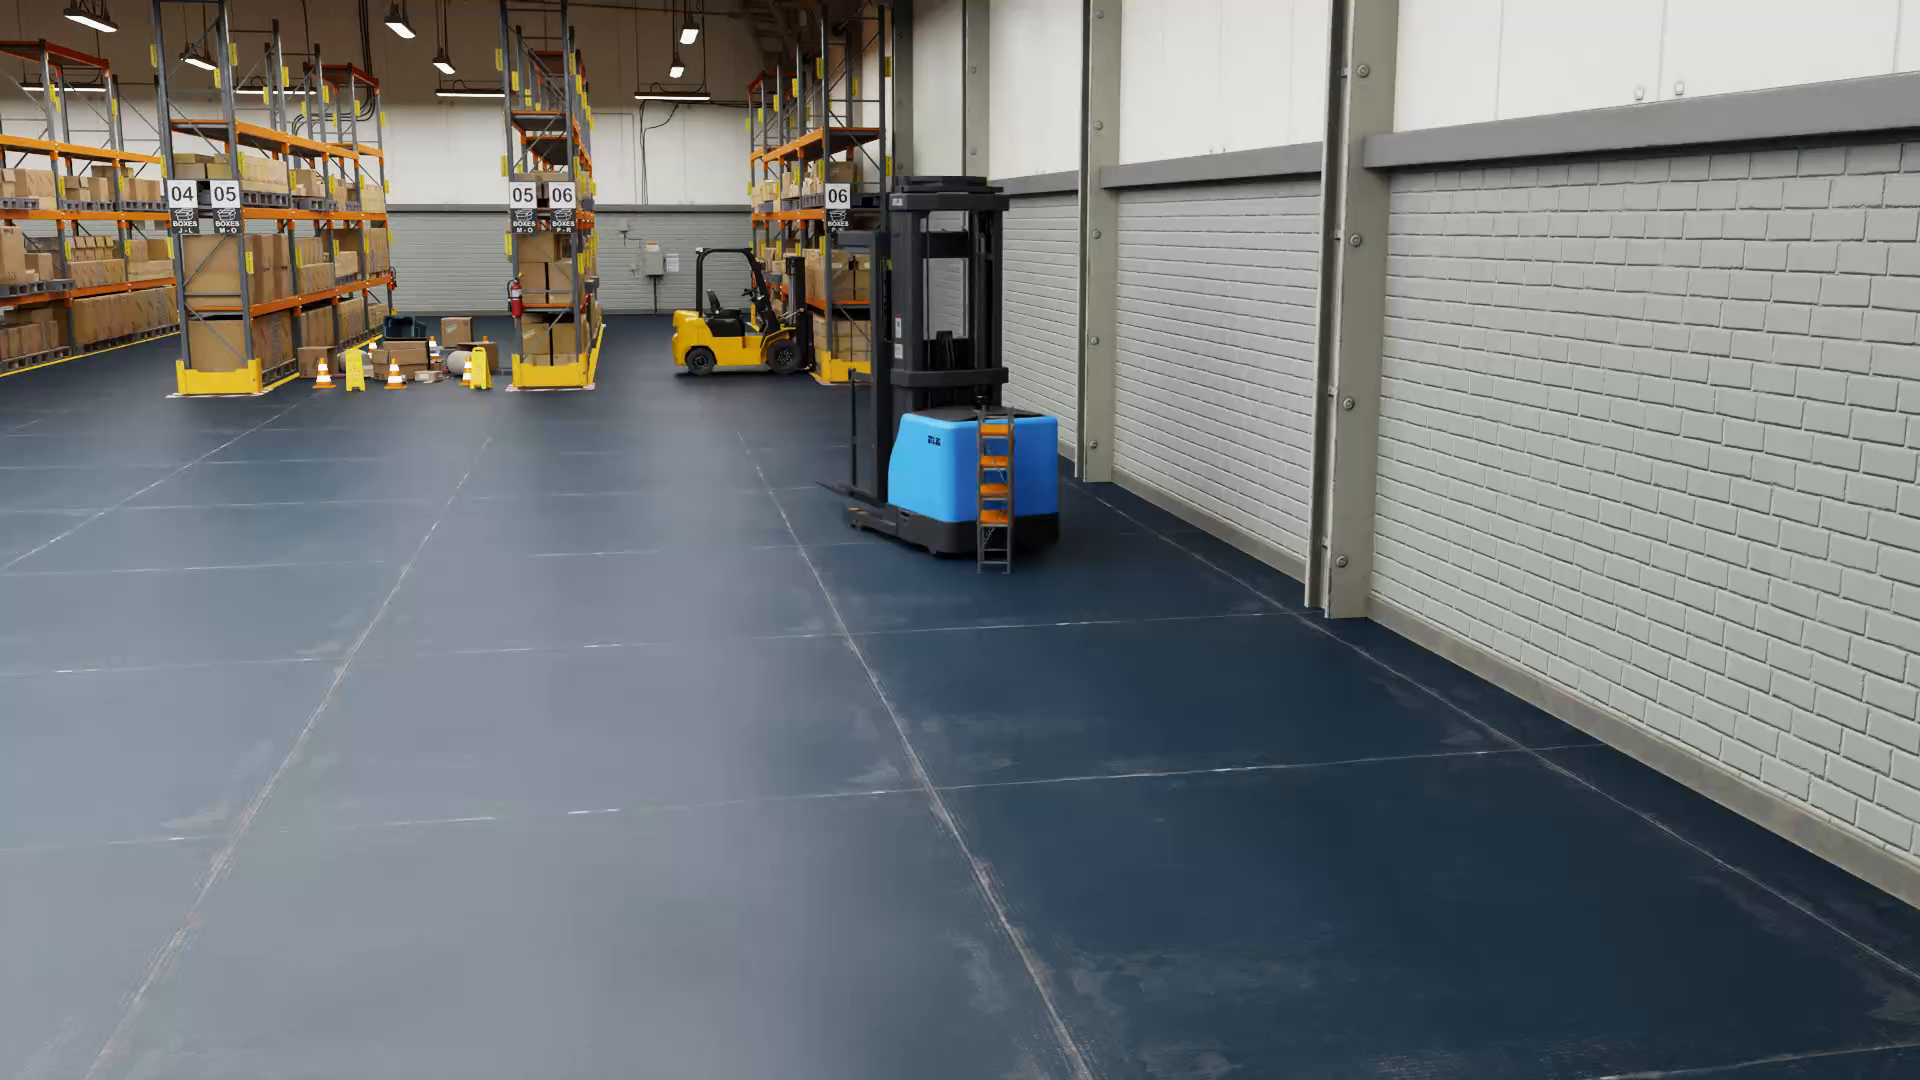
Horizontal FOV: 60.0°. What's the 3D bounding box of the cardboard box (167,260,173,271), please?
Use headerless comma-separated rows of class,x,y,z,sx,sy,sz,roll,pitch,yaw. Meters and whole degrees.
cardboard box,-19.057,-6.524,39.556,0.500,0.250,0.500,-2,11,-12

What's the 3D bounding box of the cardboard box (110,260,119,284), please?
cardboard box,-18.185,-5.679,35.246,0.500,0.500,0.500,-2,11,-9

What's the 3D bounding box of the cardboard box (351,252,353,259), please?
cardboard box,-13.377,-6.171,36.053,0.380,0.149,0.250,-2,11,-13

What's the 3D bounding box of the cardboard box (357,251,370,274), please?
cardboard box,-13.598,-6.254,37.470,0.500,0.500,0.500,-2,11,-12

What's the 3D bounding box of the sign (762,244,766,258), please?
sign,-4.575,-6.743,38.785,0.100,0.325,0.005,-2,11,-11

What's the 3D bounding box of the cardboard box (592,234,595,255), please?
cardboard box,-9.140,-7.166,40.383,0.500,0.500,0.500,-2,11,-11

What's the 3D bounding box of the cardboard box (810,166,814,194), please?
cardboard box,-2.213,-6.290,29.032,0.797,0.503,0.637,-2,11,-9

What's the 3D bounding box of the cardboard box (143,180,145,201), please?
cardboard box,-19.118,-8.015,38.103,0.700,0.500,0.500,-3,11,-15

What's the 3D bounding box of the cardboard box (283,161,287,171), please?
cardboard box,-11.809,-6.433,28.602,0.380,0.149,0.250,-2,11,-11

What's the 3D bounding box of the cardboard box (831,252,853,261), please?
cardboard box,-1.987,-4.710,27.621,0.380,0.149,0.250,-2,11,-11

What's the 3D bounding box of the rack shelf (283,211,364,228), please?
rack shelf,-13.359,-6.712,34.842,1.077,0.370,4.000,-2,11,-11

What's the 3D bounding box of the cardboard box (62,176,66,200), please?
cardboard box,-18.299,-7.057,33.337,0.500,0.500,0.500,-2,11,-8

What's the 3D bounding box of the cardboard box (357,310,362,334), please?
cardboard box,-13.258,-4.717,36.017,0.500,0.500,0.500,-2,11,-12

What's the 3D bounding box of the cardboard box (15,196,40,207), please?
cardboard box,-17.318,-6.202,30.640,0.500,0.250,0.500,-2,11,-9

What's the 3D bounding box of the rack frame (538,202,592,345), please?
rack frame,-8.135,-5.424,34.171,1.000,3.000,0.127,-2,11,-11

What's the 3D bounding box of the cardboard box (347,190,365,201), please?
cardboard box,-13.607,-7.701,37.179,0.500,0.250,0.500,-2,11,-9

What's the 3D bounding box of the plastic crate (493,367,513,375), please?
plastic crate,-7.856,-2.938,28.920,0.402,0.080,0.583,-6,13,-31

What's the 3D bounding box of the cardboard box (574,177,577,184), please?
cardboard box,-6.476,-5.914,27.261,0.380,0.149,0.250,-2,11,-11

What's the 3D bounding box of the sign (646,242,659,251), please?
sign,-8.816,-8.416,47.681,0.339,0.242,0.001,-2,11,-11

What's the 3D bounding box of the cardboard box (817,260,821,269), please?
cardboard box,-2.257,-4.748,28.616,0.380,0.149,0.250,-2,11,-13

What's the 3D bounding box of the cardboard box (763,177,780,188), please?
cardboard box,-4.328,-8.226,38.248,0.396,0.266,0.258,-2,11,-12

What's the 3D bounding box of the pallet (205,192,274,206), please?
pallet,-11.810,-5.548,27.038,1.003,0.211,1.213,-2,11,-11

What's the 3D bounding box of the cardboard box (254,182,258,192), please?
cardboard box,-11.315,-5.577,26.236,0.380,0.149,0.250,-2,11,-11

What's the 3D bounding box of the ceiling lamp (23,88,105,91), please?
ceiling lamp,-20.807,-7.405,12.953,10.076,3.174,57.345,-2,11,-11

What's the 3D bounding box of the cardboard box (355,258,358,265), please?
cardboard box,-13.477,-6.122,36.593,0.380,0.149,0.250,-2,11,-9

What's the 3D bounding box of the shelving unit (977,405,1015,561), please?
shelving unit,0.273,-0.387,12.521,0.258,1.200,0.492,1,11,5

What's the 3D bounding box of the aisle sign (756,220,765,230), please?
aisle sign,-5.124,-8.351,42.598,0.394,0.787,0.004,-2,11,-11

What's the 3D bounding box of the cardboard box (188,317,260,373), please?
cardboard box,-11.611,-3.043,26.219,0.875,0.875,0.875,-2,11,-11

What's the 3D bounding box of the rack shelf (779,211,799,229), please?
rack shelf,-2.877,-6.358,32.982,1.077,0.370,4.000,-2,11,-11

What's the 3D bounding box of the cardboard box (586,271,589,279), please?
cardboard box,-7.380,-5.126,32.155,0.380,0.149,0.250,-2,11,-9

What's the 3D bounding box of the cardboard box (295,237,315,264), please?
cardboard box,-12.691,-5.496,31.609,0.700,0.500,0.500,-2,11,-12

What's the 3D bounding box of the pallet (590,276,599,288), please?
pallet,-7.891,-5.203,33.522,1.213,0.211,1.003,-2,11,-11

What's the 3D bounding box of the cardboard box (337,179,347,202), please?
cardboard box,-13.783,-7.614,36.267,0.700,0.500,0.500,-2,11,-11

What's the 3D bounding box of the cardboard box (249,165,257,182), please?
cardboard box,-11.357,-5.750,26.079,0.512,0.250,0.512,-2,11,-10

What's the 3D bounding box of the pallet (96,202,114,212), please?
pallet,-18.407,-7.010,34.995,0.805,0.209,1.217,-3,11,-13

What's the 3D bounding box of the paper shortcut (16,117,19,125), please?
paper shortcut,-18.627,-8.302,32.876,0.009,0.170,0.078,9,-22,-13

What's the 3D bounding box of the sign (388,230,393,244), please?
sign,-13.978,-7.433,40.785,0.100,0.325,0.005,-2,11,-11

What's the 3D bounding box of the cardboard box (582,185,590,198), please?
cardboard box,-7.077,-6.418,30.650,0.500,0.250,0.500,-2,11,-13

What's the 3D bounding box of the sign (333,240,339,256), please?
sign,-12.427,-5.815,33.129,0.100,0.325,0.005,-2,11,-11

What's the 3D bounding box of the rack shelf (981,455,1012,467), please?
rack shelf,0.273,-0.592,12.476,0.221,0.021,0.457,1,11,5

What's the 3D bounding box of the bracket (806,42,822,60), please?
bracket,-3.059,-10.650,35.956,0.076,0.066,4.783,-2,11,-11

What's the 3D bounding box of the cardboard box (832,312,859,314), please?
cardboard box,-2.090,-4.043,30.470,0.500,0.250,0.500,-2,11,-12

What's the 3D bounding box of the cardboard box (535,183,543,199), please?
cardboard box,-6.942,-5.587,26.609,0.500,0.250,0.500,-2,11,-12

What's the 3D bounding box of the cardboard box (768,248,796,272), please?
cardboard box,-3.916,-6.258,37.164,0.700,0.500,0.500,-2,11,-11

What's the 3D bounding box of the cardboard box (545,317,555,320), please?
cardboard box,-19.041,-3.332,25.801,24.622,1.100,3.145,-2,11,-8

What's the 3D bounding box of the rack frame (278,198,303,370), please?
rack frame,-12.192,-4.492,29.273,1.000,3.000,0.127,-2,11,-11

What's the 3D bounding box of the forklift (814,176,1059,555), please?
forklift,-0.353,-1.558,14.042,1.130,2.935,3.031,-6,12,-28

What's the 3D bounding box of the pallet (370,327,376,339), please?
pallet,-13.914,-4.711,37.883,1.003,0.211,1.213,-2,11,-11

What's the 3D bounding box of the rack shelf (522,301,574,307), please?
rack shelf,-6.968,-4.101,28.432,0.919,0.052,3.809,-2,11,-11

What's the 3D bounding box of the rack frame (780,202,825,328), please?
rack frame,-3.266,-5.605,35.123,1.000,3.000,0.127,-2,11,-11

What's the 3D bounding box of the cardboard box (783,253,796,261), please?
cardboard box,-3.493,-5.904,34.689,0.380,0.149,0.250,-2,11,-9

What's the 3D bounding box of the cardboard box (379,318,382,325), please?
cardboard box,-13.898,-5.174,39.361,0.380,0.149,0.250,-2,11,-10

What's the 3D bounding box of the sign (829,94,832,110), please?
sign,-2.723,-9.110,34.569,0.100,0.325,0.005,-2,11,-11
